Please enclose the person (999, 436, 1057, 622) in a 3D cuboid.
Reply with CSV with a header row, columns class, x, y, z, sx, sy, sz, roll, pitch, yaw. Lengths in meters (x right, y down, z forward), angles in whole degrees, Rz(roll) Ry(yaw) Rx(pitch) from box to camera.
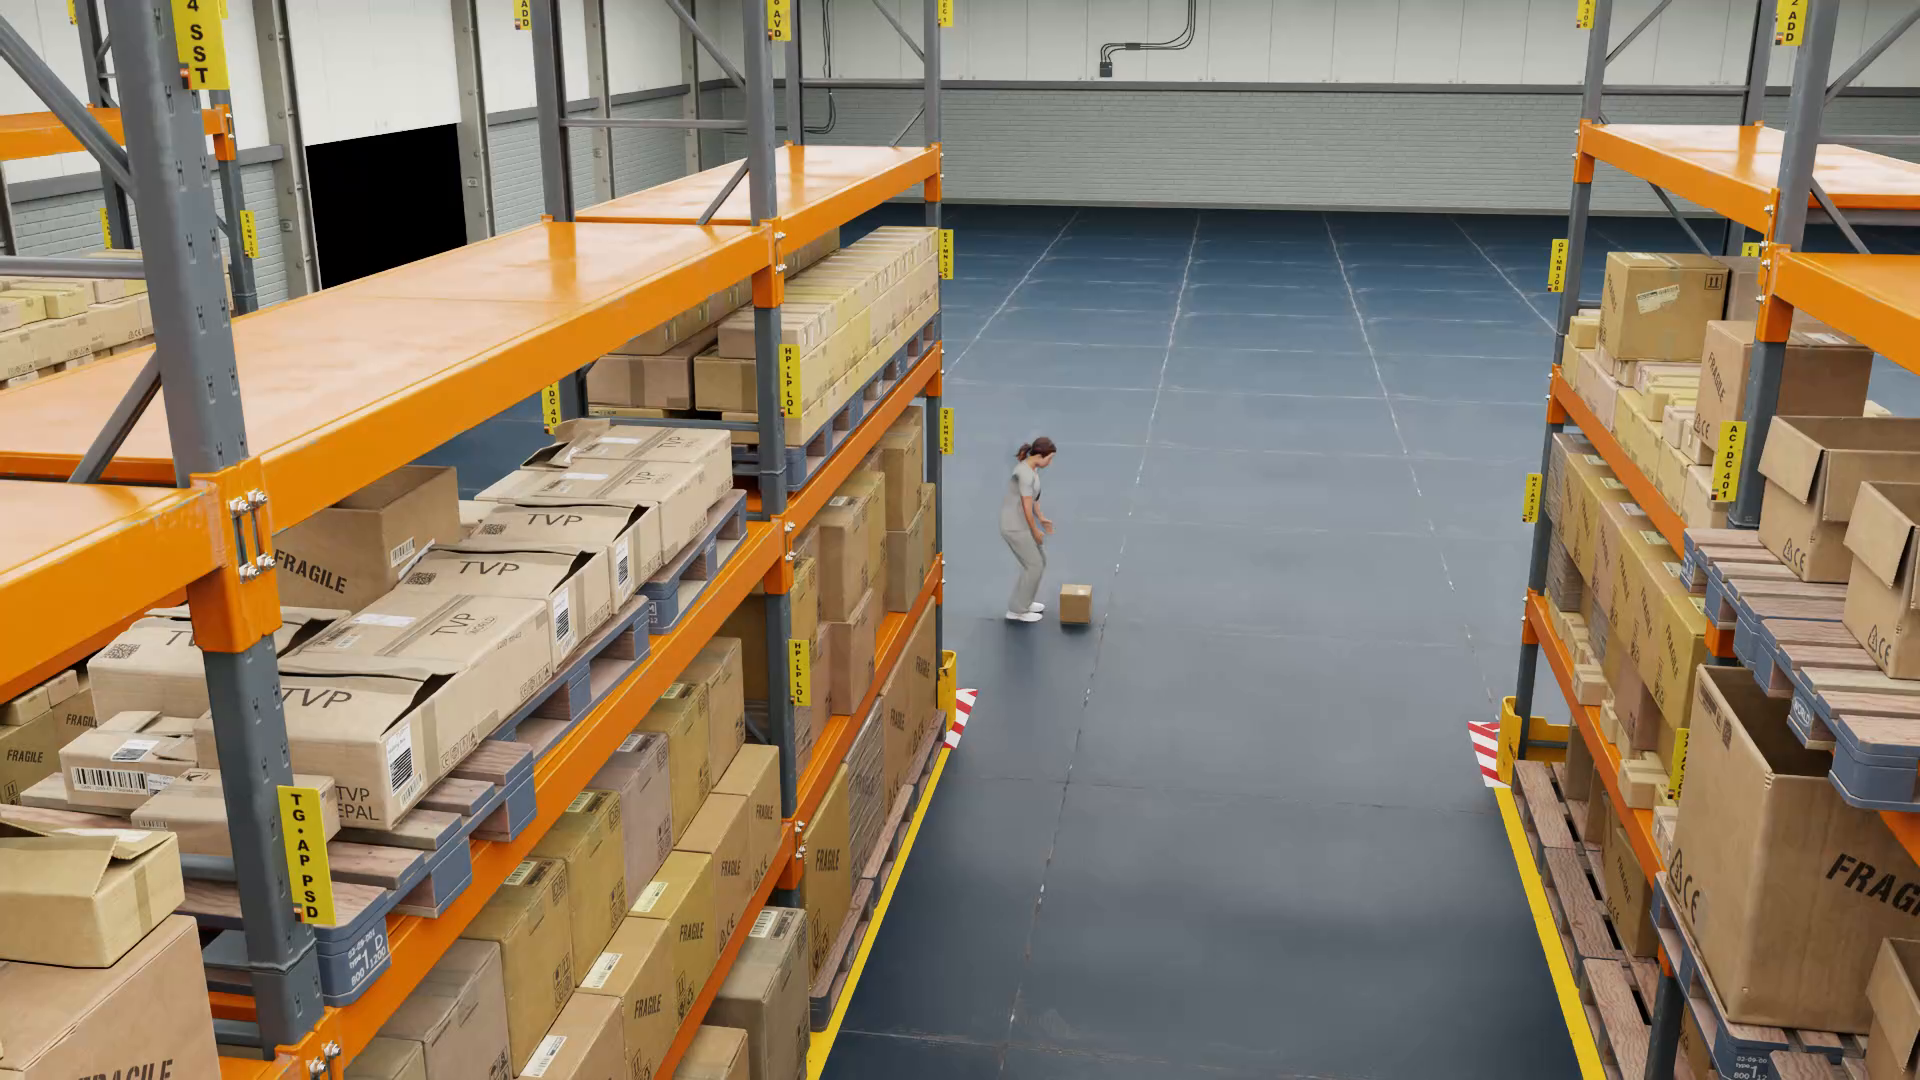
class,x,y,z,sx,sy,sz,roll,pitch,yaw
person,0.571,-0.115,14.037,0.467,1.574,0.475,3,18,10
